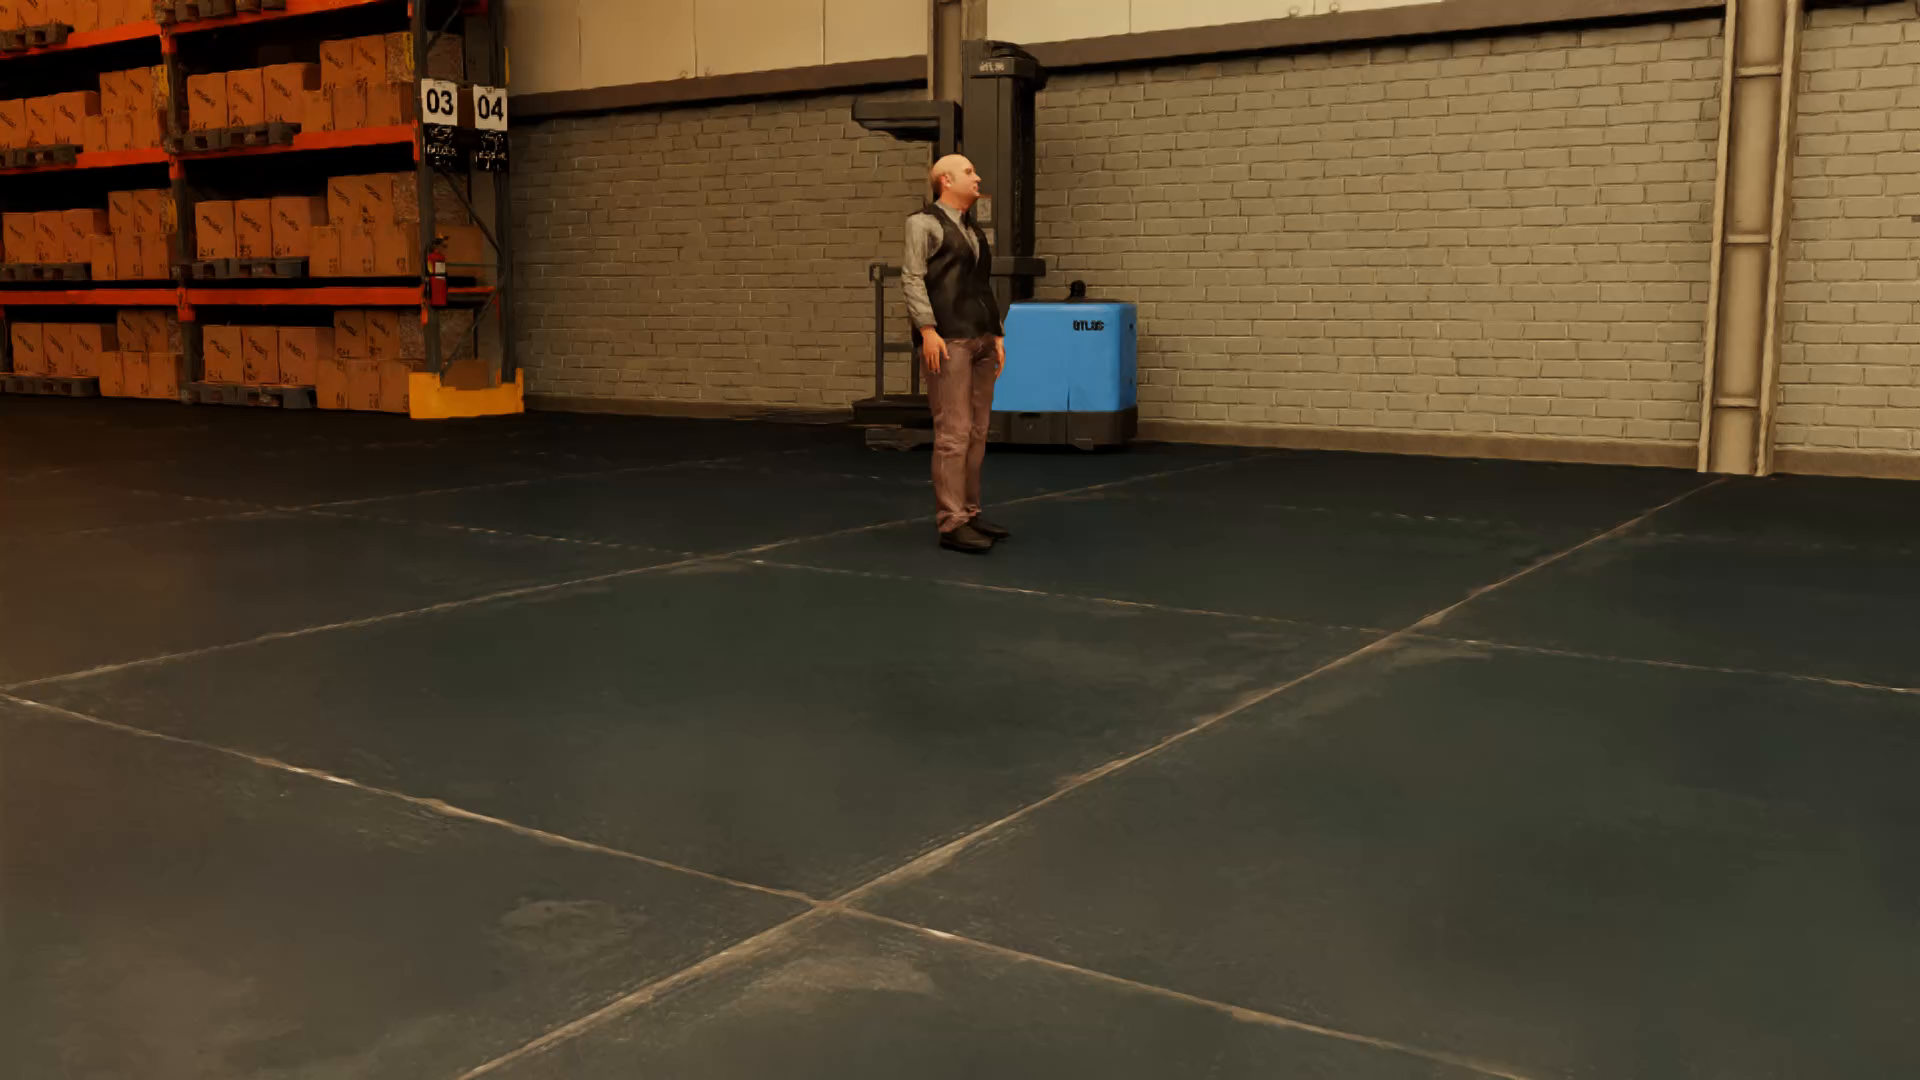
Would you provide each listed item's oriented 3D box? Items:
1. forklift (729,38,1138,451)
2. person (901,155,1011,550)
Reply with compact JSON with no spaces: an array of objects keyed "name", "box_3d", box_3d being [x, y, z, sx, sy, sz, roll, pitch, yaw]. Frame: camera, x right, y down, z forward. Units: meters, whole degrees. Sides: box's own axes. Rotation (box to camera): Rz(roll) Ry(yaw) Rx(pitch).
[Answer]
[{"name":"forklift","box_3d":[-0.214,-2.174,12.480,3.031,2.935,1.130,2,8,14]},{"name":"person","box_3d":[0.047,-0.854,7.440,0.567,1.720,0.632,5,10,34]}]
